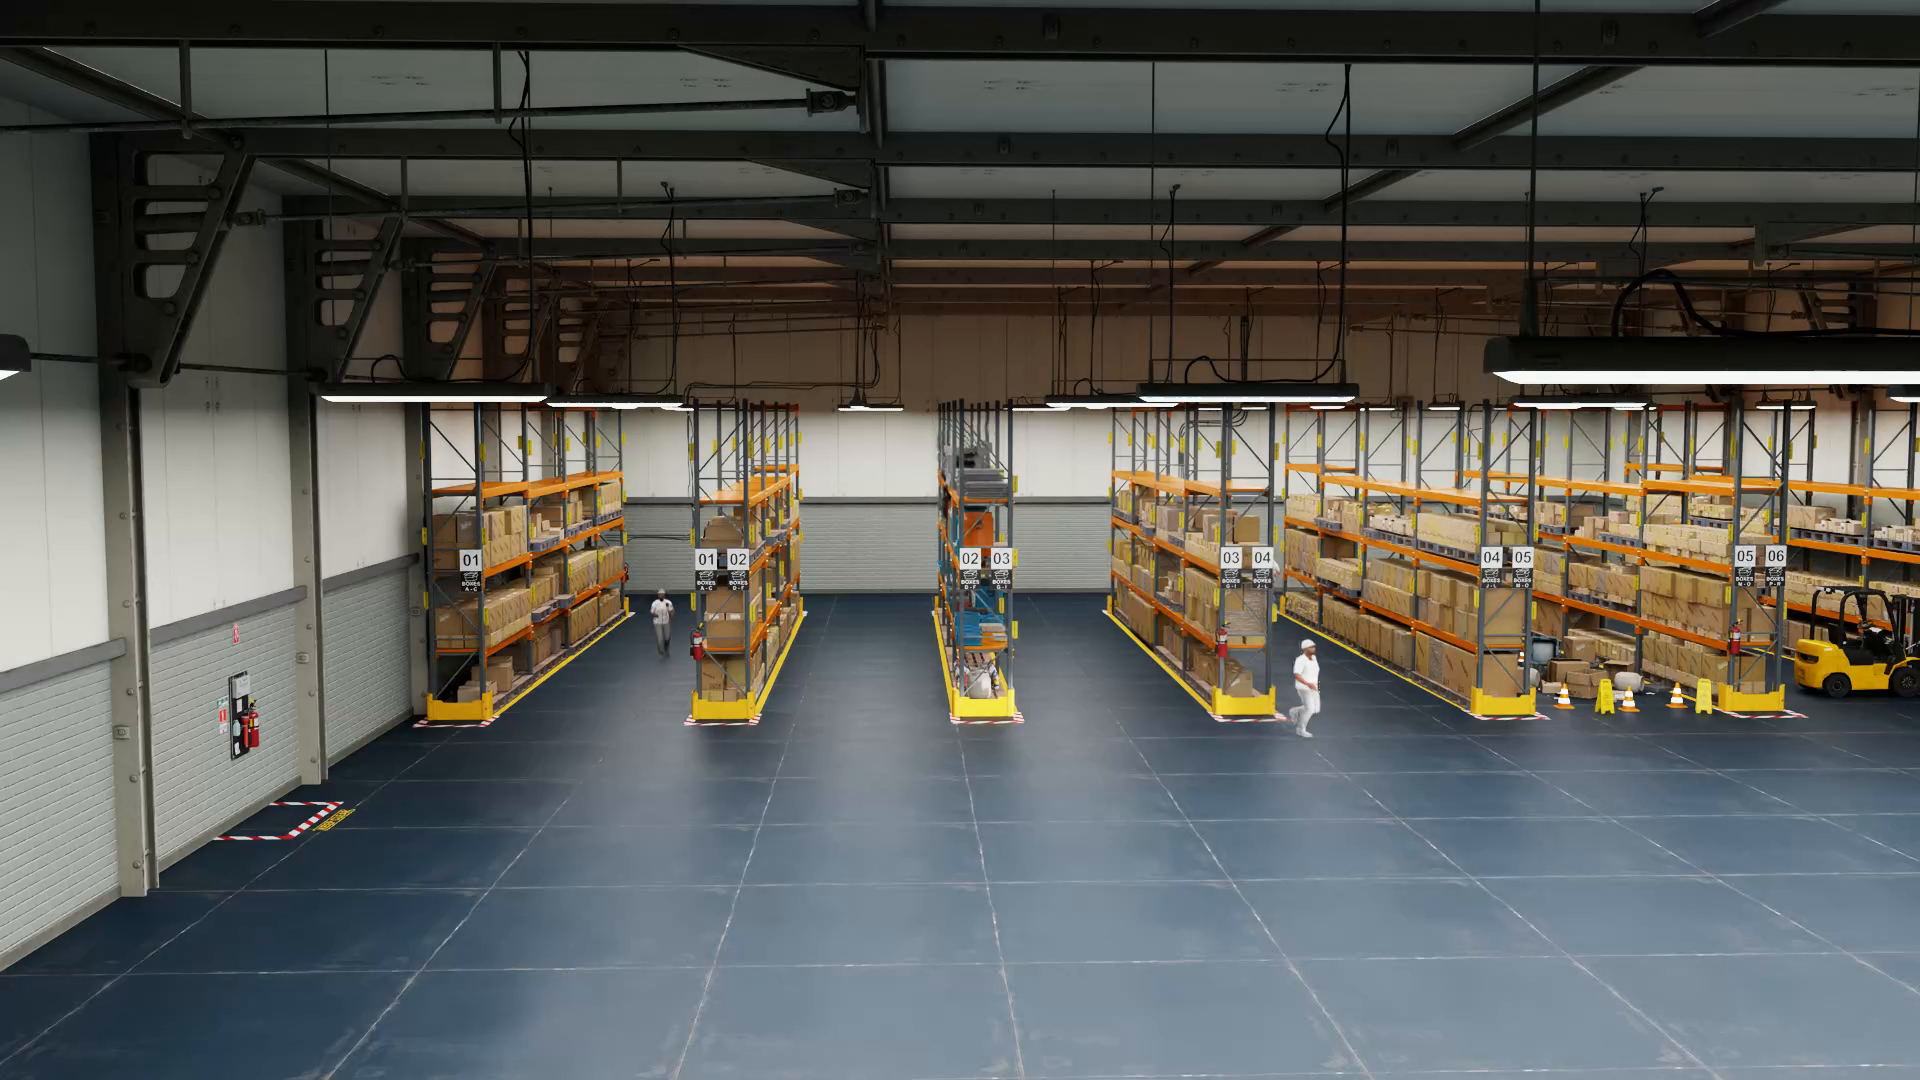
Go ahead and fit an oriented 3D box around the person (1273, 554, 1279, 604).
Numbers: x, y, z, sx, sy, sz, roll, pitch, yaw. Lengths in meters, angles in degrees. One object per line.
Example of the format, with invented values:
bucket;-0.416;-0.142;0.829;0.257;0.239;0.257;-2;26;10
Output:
person;9.021;1.188;48.572;0.661;1.747;0.702;-4;6;-39

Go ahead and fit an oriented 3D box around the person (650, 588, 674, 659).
person;-6.896;1.954;38.590;0.562;1.672;0.586;-1;4;-13

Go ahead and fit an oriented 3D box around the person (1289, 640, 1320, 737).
person;6.156;2.622;29.574;0.666;1.729;0.726;4;6;40
